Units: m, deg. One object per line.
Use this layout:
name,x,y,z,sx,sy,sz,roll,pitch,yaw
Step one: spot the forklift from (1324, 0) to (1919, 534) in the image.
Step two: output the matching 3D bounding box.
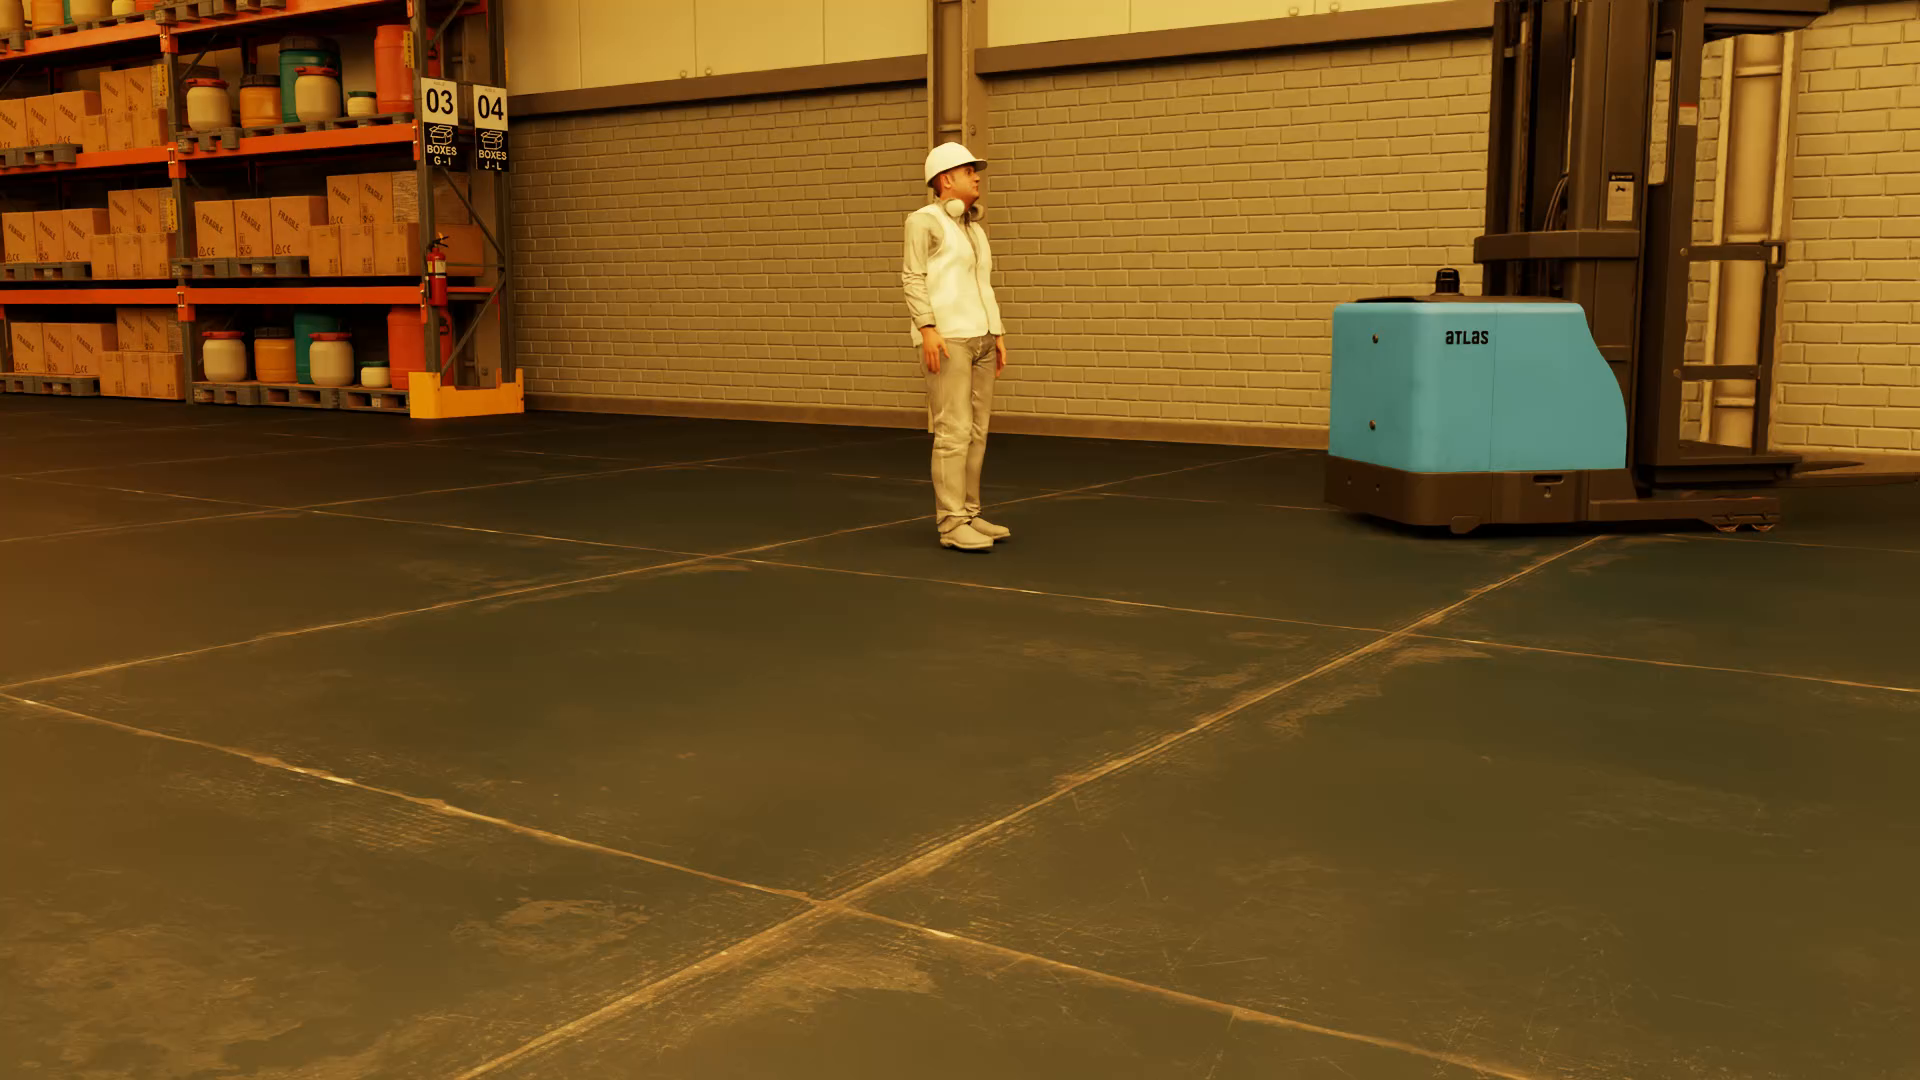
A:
forklift,3.425,-1.558,8.151,3.031,2.935,1.130,-2,8,-12

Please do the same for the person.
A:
person,0.048,-0.879,7.437,0.566,1.775,0.633,5,10,34
